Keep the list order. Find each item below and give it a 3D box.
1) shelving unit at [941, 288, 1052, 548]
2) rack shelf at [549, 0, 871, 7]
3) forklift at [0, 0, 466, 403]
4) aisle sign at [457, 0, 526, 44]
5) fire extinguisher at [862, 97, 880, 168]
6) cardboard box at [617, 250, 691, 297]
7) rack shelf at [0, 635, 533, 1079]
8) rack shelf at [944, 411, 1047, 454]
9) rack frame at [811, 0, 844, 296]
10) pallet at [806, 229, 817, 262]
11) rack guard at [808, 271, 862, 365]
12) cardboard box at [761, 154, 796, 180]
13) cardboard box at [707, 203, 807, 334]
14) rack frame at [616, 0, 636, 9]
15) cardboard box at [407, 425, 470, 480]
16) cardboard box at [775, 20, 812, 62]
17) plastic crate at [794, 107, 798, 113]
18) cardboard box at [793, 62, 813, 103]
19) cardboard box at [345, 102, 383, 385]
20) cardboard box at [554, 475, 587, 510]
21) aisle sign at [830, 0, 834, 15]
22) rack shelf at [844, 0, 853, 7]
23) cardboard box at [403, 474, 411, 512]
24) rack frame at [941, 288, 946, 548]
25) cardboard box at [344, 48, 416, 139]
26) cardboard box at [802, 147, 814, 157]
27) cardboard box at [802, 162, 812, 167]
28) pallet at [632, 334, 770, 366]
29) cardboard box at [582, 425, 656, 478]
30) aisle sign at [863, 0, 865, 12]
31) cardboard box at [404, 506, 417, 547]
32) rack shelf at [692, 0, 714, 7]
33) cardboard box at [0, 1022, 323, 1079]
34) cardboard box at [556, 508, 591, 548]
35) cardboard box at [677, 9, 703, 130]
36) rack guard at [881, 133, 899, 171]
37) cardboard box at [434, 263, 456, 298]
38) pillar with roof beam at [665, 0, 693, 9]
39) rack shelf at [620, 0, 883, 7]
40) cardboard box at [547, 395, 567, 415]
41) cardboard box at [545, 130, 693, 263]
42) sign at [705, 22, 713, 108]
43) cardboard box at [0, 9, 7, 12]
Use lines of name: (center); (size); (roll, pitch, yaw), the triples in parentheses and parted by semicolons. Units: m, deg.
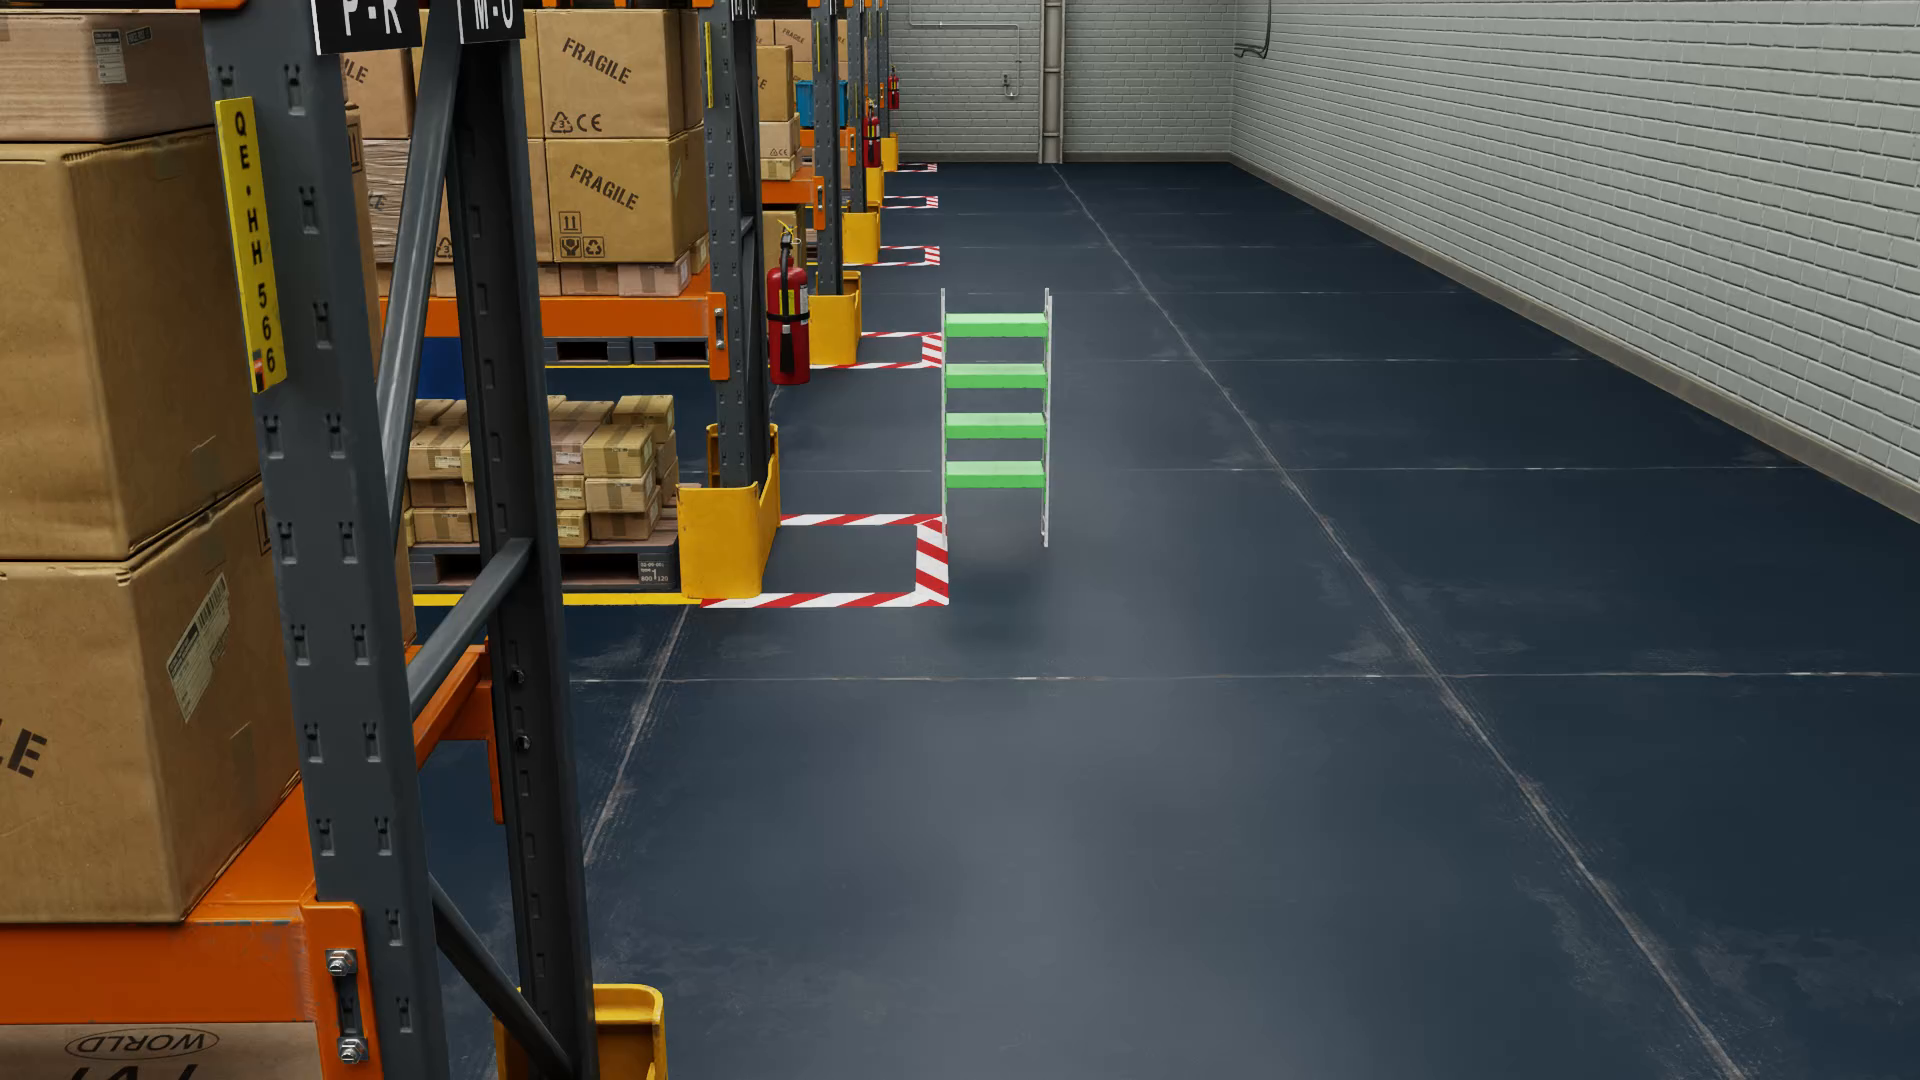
shelving unit: (0.166, -0.572, 7.867); (0.503, 1.200, 0.258); (0, 18, -1)
rack shelf: (-3.111, -6.967, 21.121); (4.000, 0.370, 1.077); (0, 18, -1)
forklift: (-4.080, -1.649, 8.389); (3.031, 2.935, 1.130); (-15, 23, -38)
aisle sign: (-0.735, -1.165, 2.513); (0.004, 0.787, 0.394); (0, 18, -1)
fire extinguisher: (-0.879, -4.025, 16.422); (0.183, 0.674, 0.296); (0, 18, -1)
cardboard box: (-1.303, -1.142, 7.109); (0.250, 0.149, 0.380); (0, 18, -1)
rack shelf: (-2.802, 0.514, 2.713); (4.000, 0.370, 1.077); (0, 18, -1)
rack shelf: (0.166, -0.511, 7.886); (0.480, 0.148, 0.258); (0, 18, -1)
rack frame: (-0.959, -2.865, 12.068); (0.127, 3.000, 1.000); (0, 18, -1)
pallet: (-1.862, -3.058, 17.234); (1.213, 0.211, 1.003); (0, 18, -1)
rack guard: (-0.935, -1.675, 12.450); (0.348, 0.500, 1.175); (0, 18, -1)
cardboard box: (-1.310, -2.643, 11.788); (0.250, 0.149, 0.380); (0, 18, 0)
cardboard box: (-1.598, -2.026, 12.243); (0.875, 0.875, 0.875); (0, 18, -1)
rack frame: (-5.193, -7.384, 26.156); (0.127, 3.000, 1.000); (0, 18, -1)
cardboard box: (-2.276, -0.390, 7.358); (0.250, 0.149, 0.380); (-1, 18, -3)
cardboard box: (-2.057, -6.325, 21.055); (0.500, 0.500, 0.500); (0, 18, 1)
plastic crate: (-1.611, -4.404, 17.199); (0.298, 0.136, 0.250); (0, 18, -1)
cardboard box: (-2.074, -5.849, 21.208); (0.500, 0.500, 0.500); (0, 18, 0)
cardboard box: (-1.287, -0.447, 2.729); (0.500, 0.500, 0.500); (-1, 18, -2)
cardboard box: (-1.767, -0.259, 7.438); (0.250, 0.149, 0.380); (-1, 18, -2)
aisle sign: (-0.882, -4.012, 11.386); (0.004, 0.787, 0.394); (0, 18, -1)
rack shelf: (-3.037, -5.454, 16.405); (4.000, 0.370, 1.077); (0, 18, -1)
cardboard box: (-2.542, -0.235, 7.361); (0.250, 0.149, 0.380); (0, 18, 0)
rack frame: (-0.078, -0.571, 7.863); (0.015, 1.200, 0.240); (0, 18, -1)
cardboard box: (-2.462, -1.929, 6.863); (0.500, 0.500, 0.500); (1, 18, 2)
cardboard box: (-2.392, -6.377, 26.420); (0.500, 0.500, 0.700); (0, 18, -1)
cardboard box: (-2.160, -4.872, 22.107); (0.500, 0.250, 0.500); (0, 18, -1)
pallet: (-1.757, -1.509, 12.408); (1.213, 0.211, 1.003); (0, 18, -1)
cardboard box: (-1.507, -0.395, 7.375); (0.250, 0.149, 0.380); (0, 18, 0)
aisle sign: (-0.970, -5.707, 16.671); (0.004, 0.787, 0.394); (0, 18, -1)
cardboard box: (-2.527, -0.093, 7.407); (0.250, 0.149, 0.380); (-1, 18, -3)
rack shelf: (-2.981, -2.426, 6.966); (4.000, 0.370, 1.077); (0, 18, -1)
cardboard box: (-1.461, 1.215, 2.855); (0.875, 0.438, 0.875); (-1, 18, -3)
cardboard box: (-1.760, -0.094, 7.409); (0.250, 0.149, 0.380); (0, 18, 1)
cardboard box: (-1.435, -2.094, 7.377); (0.500, 0.500, 0.500); (0, 18, -1)
rack guard: (-1.170, -6.213, 26.598); (0.348, 0.500, 1.175); (0, 18, -1)
cardboard box: (-2.058, -1.138, 7.096); (0.250, 0.149, 0.380); (0, 18, 1)
pillar with roof beam: (-4.439, -9.194, 21.975); (0.400, 9.000, 9.100); (0, 18, -1)
rack shelf: (-3.193, -8.480, 25.838); (4.000, 0.370, 1.077); (0, 18, -1)
cardboard box: (-2.039, -0.577, 7.940); (0.250, 0.149, 0.380); (0, 18, -1)
cardboard box: (-1.427, -1.458, 7.032); (0.500, 0.500, 0.500); (0, 18, 0)
sign: (-0.993, -1.882, 6.590); (0.005, 0.325, 0.100); (0, 18, -1)
cardboard box: (-4.008, -1.931, 6.868); (0.500, 0.500, 0.500); (-1, 18, -3)
